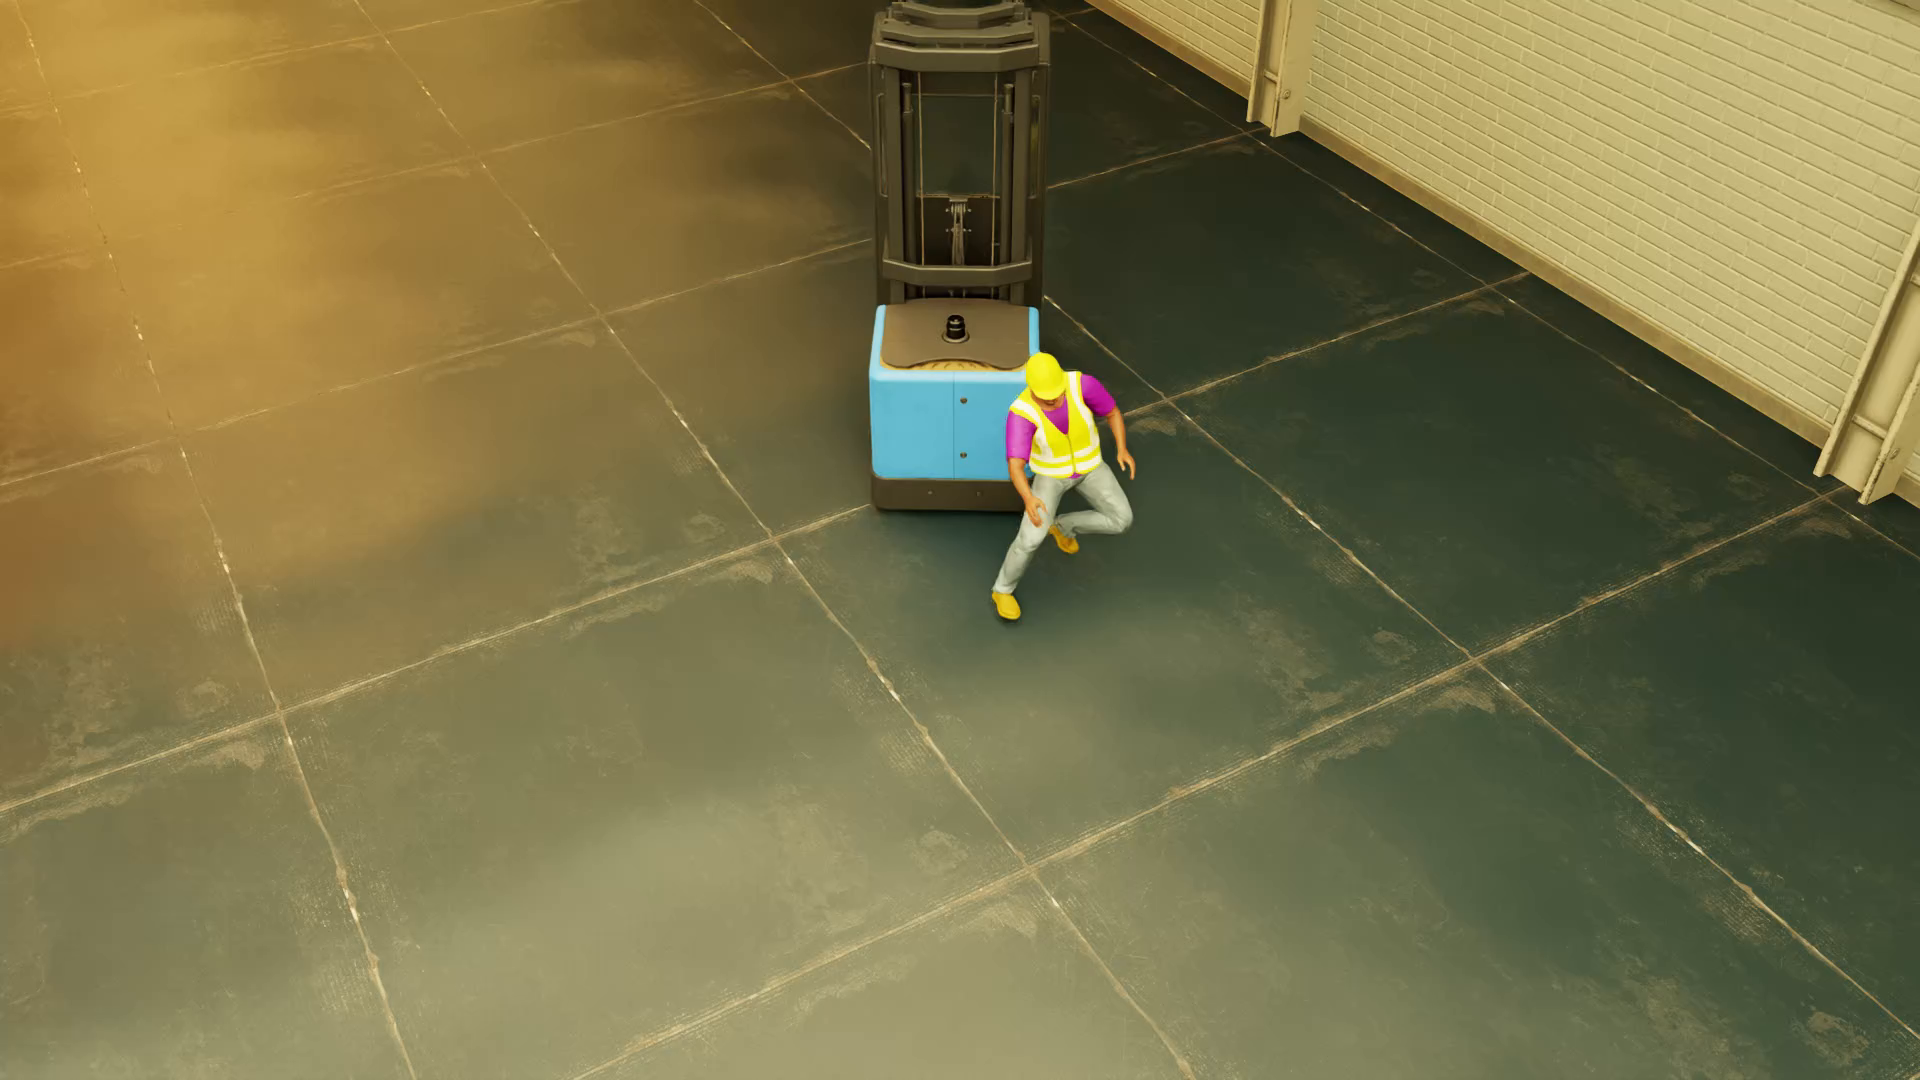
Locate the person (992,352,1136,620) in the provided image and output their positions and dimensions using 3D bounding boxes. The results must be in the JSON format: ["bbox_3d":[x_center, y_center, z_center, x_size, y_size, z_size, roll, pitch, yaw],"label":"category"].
[{"bbox_3d":[0.588,-0.311,9.486,0.836,1.572,0.808,-11,41,-13],"label":"person"}]

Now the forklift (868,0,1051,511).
[{"bbox_3d":[0.003,-2.226,10.720,1.130,2.935,3.031,1,40,1],"label":"forklift"}]
